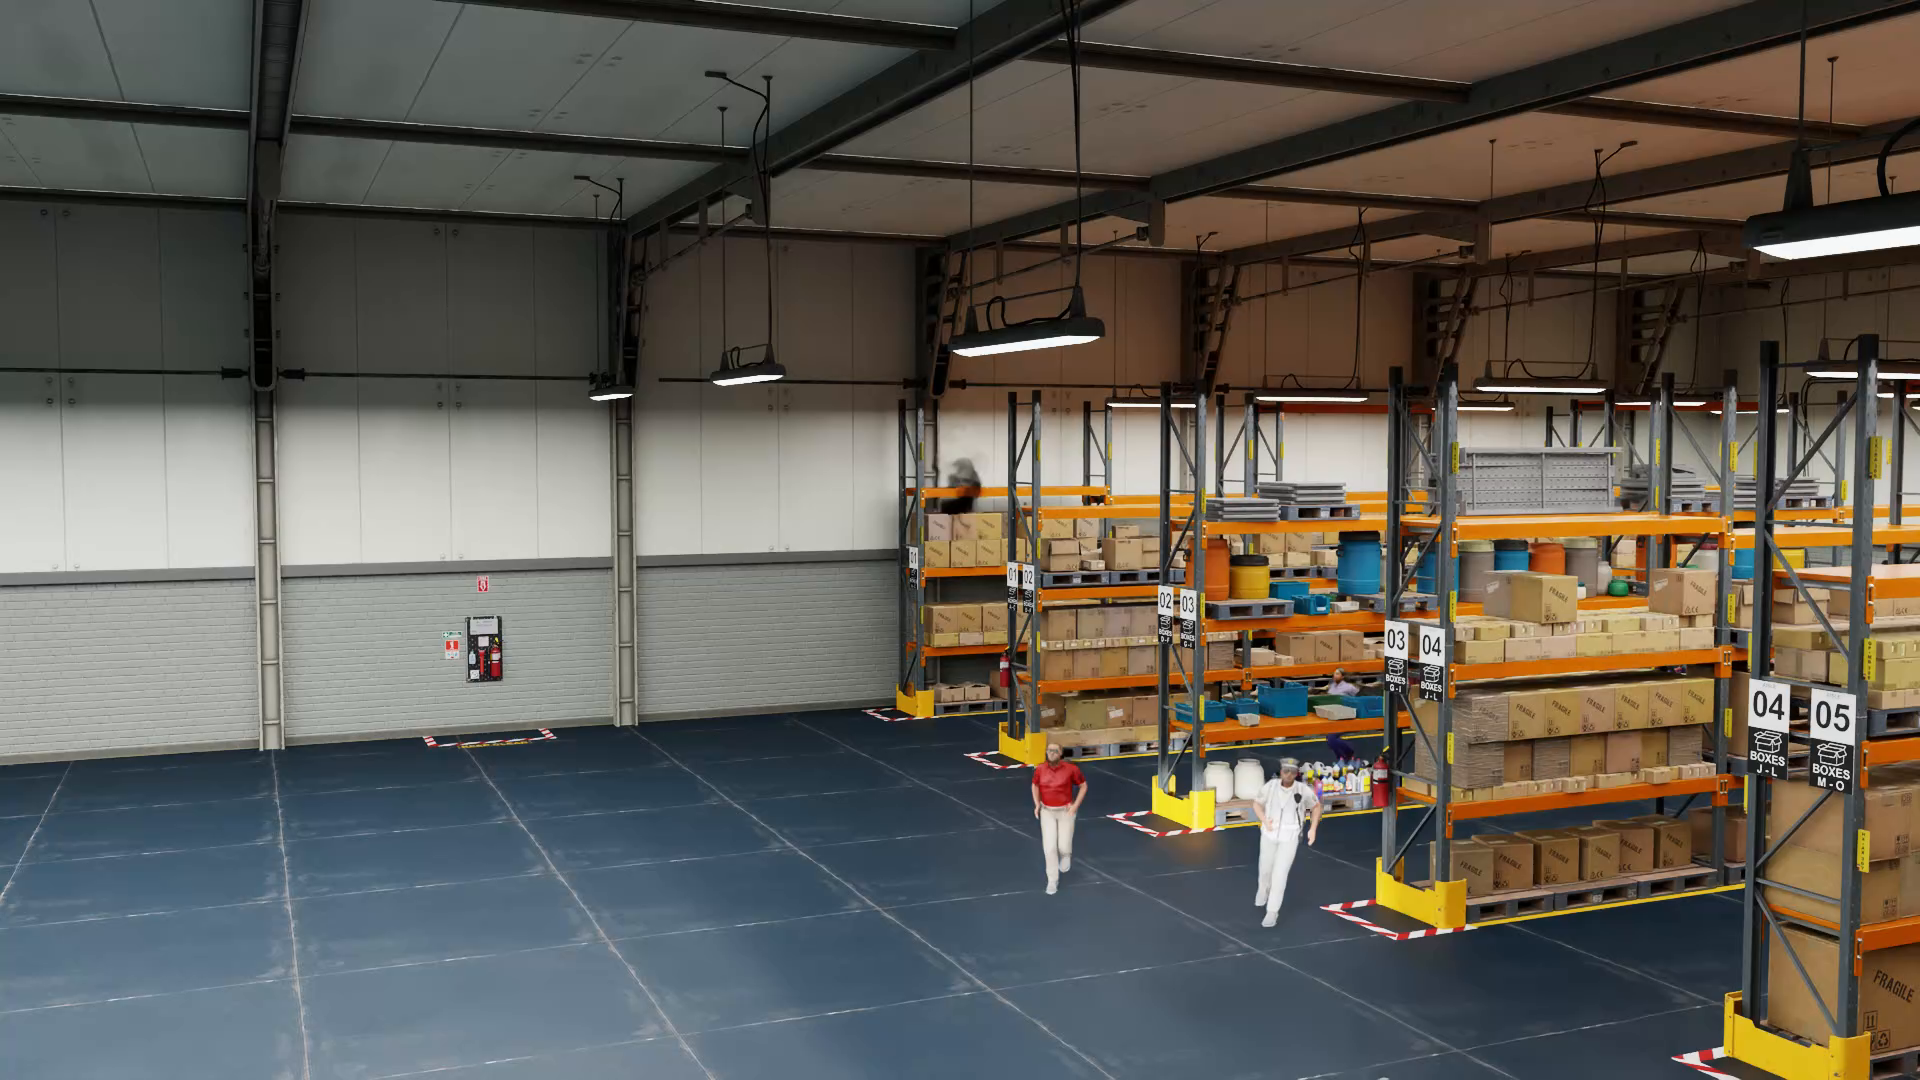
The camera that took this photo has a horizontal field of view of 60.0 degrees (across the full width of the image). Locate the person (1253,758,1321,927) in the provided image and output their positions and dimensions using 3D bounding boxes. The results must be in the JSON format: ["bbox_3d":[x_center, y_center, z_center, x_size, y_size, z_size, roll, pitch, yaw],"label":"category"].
[{"bbox_3d":[3.531,3.227,18.066,0.733,1.784,0.896,1,4,20],"label":"person"}]

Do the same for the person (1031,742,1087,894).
[{"bbox_3d":[1.153,3.190,19.338,0.667,1.734,0.712,1,3,14],"label":"person"}]

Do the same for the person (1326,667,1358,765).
[{"bbox_3d":[5.956,2.827,26.272,0.556,1.597,0.595,-2,4,-29],"label":"person"}]
